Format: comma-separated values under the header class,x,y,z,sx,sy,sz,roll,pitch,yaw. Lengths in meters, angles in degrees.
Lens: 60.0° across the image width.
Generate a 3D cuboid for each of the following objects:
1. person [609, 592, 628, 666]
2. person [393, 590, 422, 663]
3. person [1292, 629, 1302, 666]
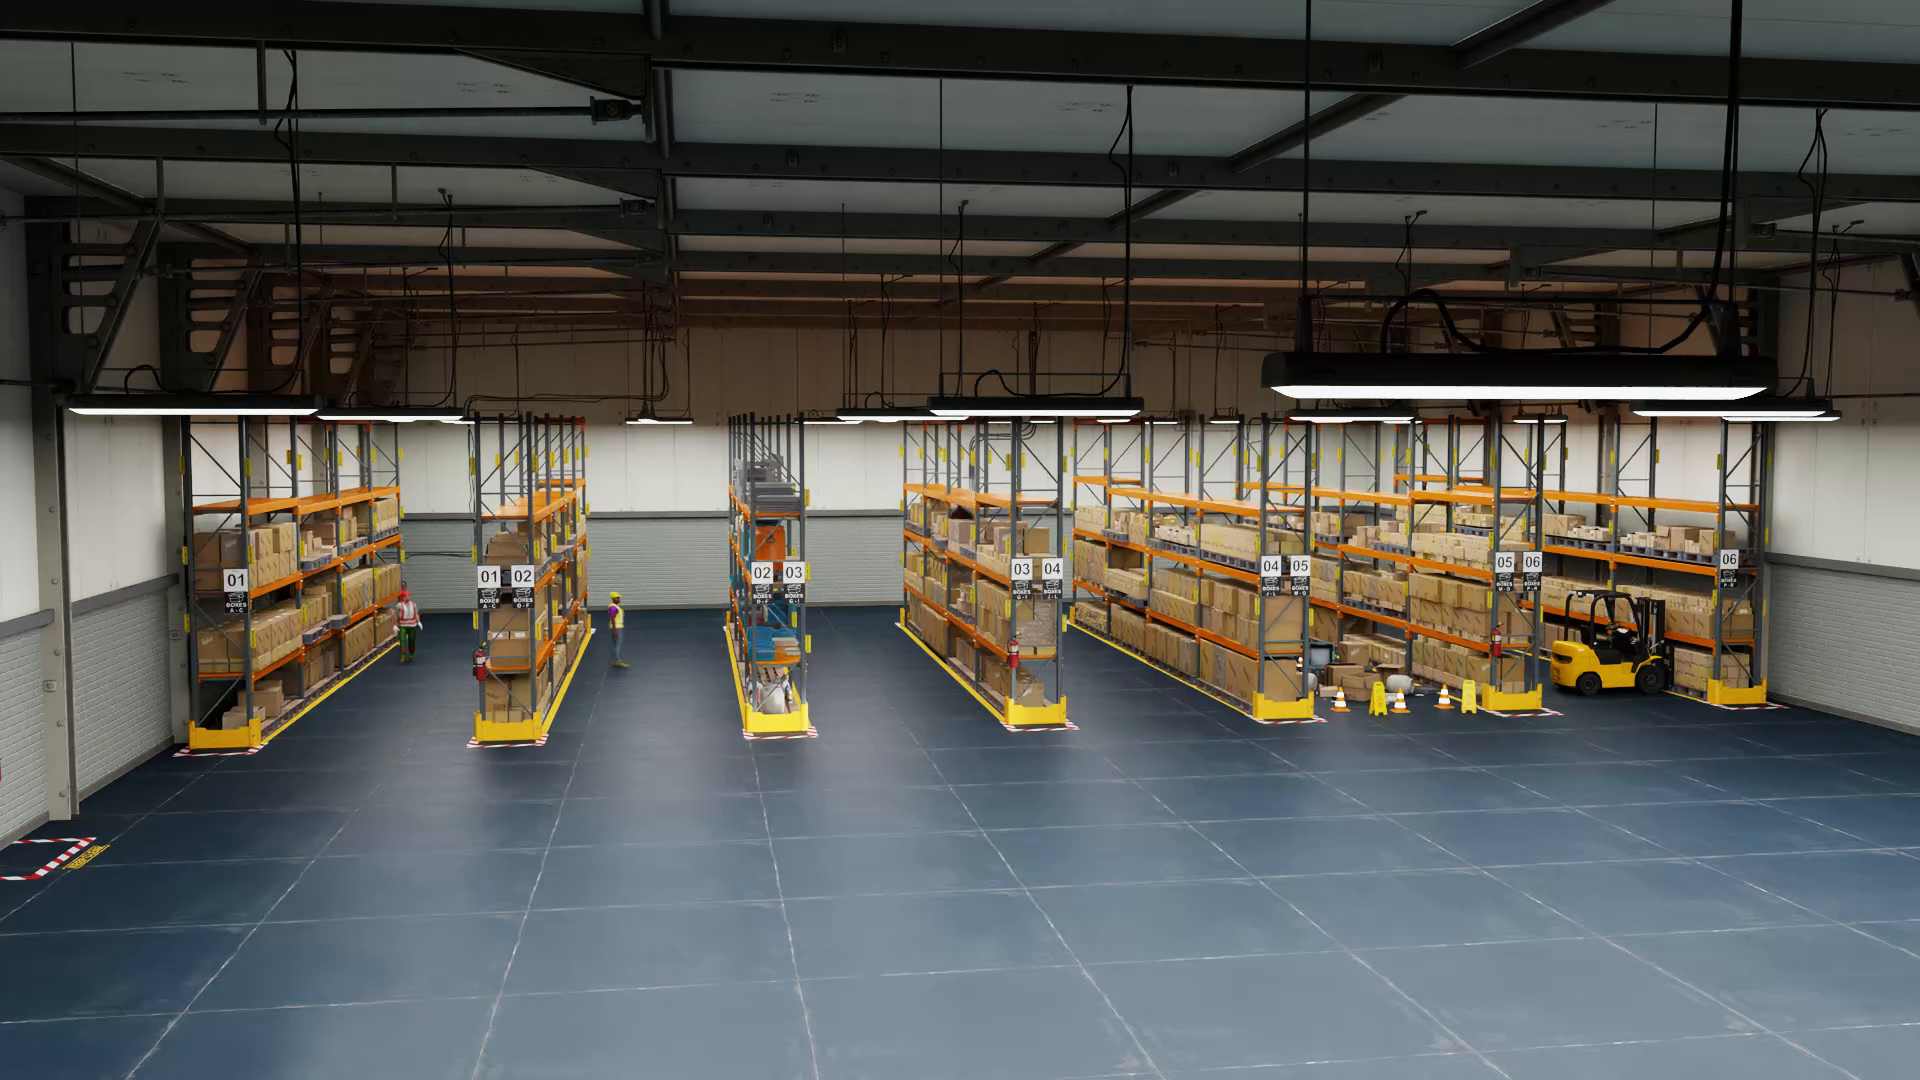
class,x,y,z,sx,sy,sz,roll,pitch,yaw
person,-8.215,2.130,39.908,0.444,1.786,0.592,-1,4,-18
person,-13.391,2.088,40.306,0.676,1.731,1.060,-1,4,-12
person,8.020,2.216,39.941,0.533,1.585,0.421,3,5,41
